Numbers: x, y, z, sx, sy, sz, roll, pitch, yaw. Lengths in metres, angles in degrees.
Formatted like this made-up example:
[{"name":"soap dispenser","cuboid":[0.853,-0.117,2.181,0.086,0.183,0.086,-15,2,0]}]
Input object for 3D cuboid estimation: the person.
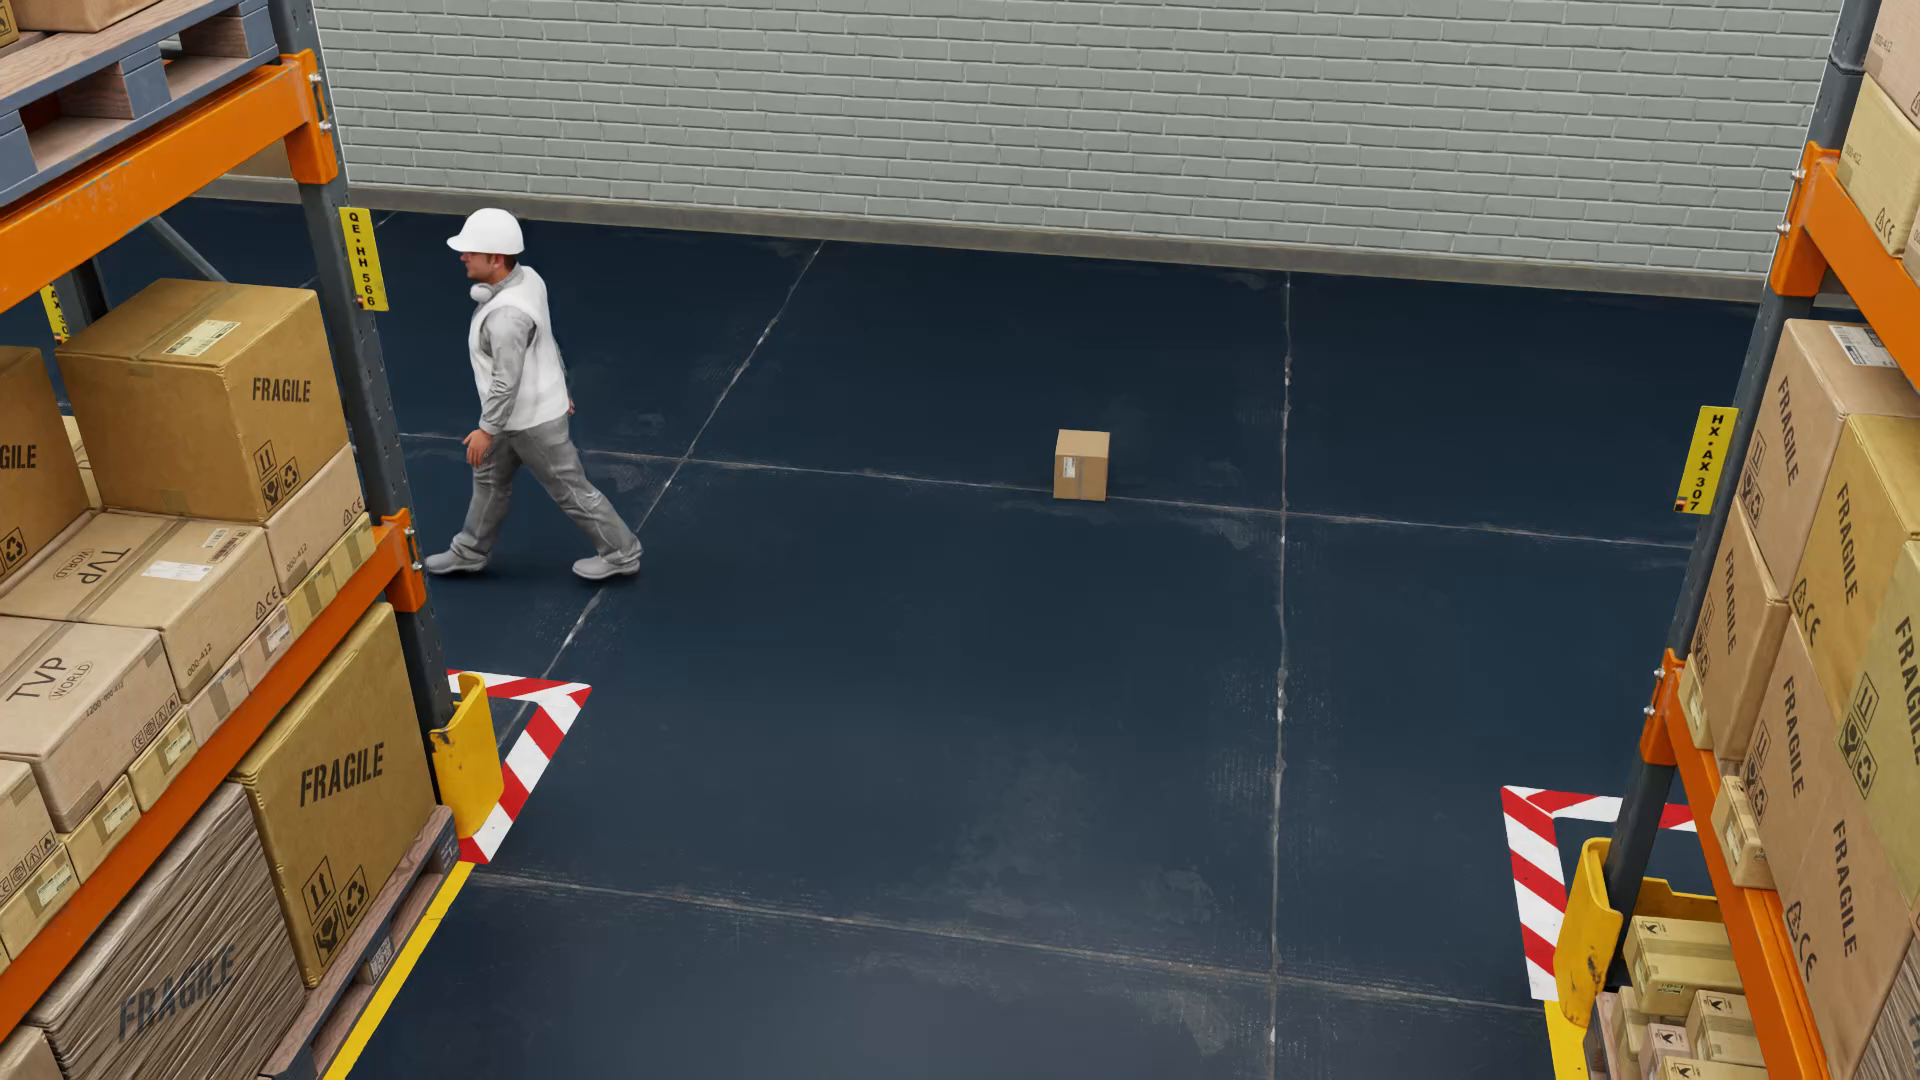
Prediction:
[{"name":"person","cuboid":[-1.900,-0.551,6.967,0.978,1.727,0.556,-7,33,-11]}]
